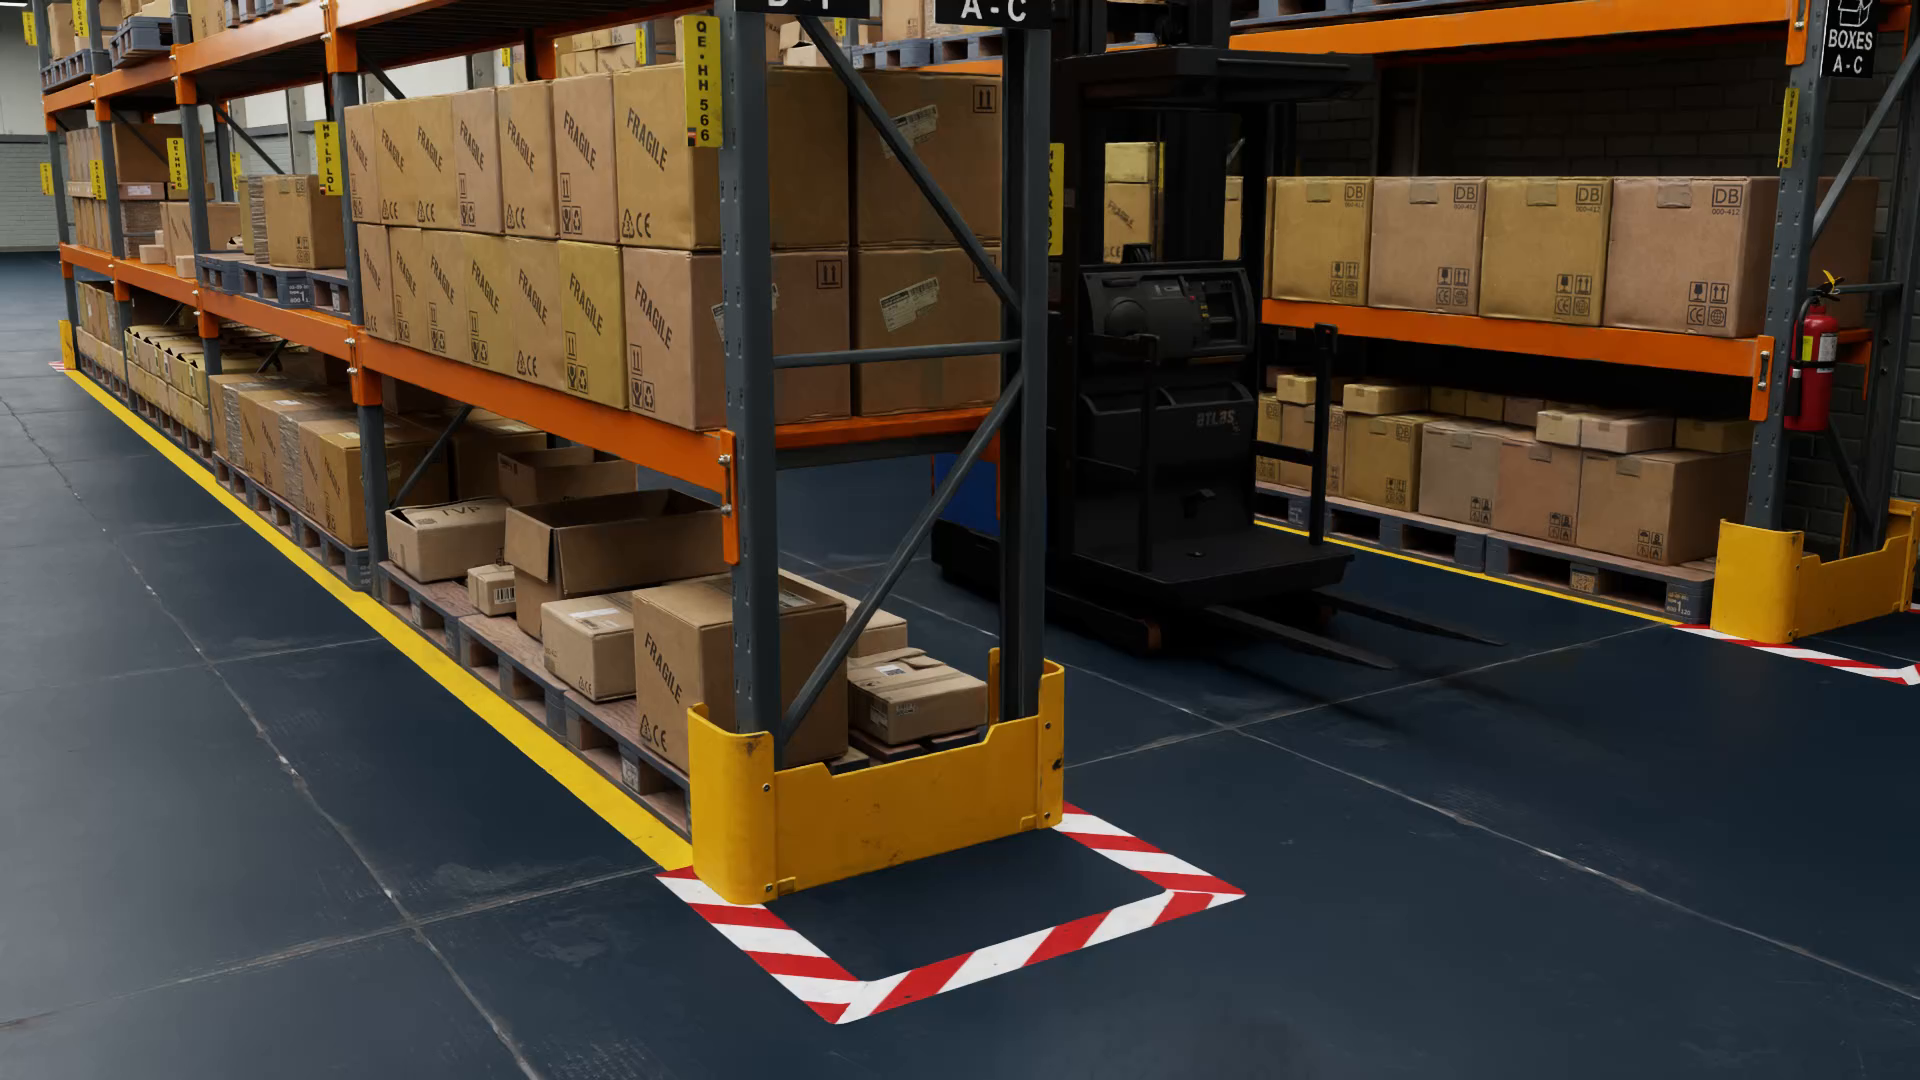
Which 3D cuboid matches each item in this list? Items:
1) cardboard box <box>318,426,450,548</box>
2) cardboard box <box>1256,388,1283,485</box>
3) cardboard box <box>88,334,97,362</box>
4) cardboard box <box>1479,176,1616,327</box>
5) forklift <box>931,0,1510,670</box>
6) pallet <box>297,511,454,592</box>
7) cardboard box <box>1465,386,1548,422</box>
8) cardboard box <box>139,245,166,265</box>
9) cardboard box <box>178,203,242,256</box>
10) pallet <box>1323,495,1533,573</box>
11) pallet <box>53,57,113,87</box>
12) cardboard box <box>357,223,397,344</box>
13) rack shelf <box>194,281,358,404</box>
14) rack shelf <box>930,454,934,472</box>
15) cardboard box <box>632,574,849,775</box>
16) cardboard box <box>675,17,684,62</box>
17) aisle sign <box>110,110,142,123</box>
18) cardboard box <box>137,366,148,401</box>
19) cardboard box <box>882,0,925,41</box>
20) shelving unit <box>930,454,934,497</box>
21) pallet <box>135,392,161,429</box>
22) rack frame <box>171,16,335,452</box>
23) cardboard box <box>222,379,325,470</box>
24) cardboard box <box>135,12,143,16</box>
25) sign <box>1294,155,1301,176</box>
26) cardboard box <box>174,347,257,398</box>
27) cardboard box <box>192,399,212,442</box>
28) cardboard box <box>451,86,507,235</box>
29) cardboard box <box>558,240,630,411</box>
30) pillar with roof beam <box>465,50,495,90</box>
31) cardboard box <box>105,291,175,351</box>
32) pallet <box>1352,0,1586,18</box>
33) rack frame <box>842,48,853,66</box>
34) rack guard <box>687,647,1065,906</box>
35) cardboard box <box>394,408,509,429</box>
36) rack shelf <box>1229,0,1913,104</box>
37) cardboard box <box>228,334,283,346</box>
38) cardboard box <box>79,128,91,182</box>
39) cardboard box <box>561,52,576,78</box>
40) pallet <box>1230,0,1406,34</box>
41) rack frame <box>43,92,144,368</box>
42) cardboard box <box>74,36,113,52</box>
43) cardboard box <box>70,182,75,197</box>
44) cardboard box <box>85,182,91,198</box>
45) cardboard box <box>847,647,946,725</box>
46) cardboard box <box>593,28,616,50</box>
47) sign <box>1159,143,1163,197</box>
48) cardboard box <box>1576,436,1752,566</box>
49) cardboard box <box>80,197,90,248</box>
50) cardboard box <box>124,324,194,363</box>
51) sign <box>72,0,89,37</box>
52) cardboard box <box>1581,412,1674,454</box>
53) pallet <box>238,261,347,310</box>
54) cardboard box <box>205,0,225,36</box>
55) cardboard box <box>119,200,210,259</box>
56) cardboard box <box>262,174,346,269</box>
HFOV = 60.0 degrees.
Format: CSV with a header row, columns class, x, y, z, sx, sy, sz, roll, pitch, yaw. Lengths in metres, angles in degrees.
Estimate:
class,x,y,z,sx,sy,sz,roll,pitch,yaw
cardboard box,-2.916,-0.279,8.437,0.500,0.500,0.500,-8,15,-33
cardboard box,2.047,-0.657,10.213,0.700,0.500,0.500,-8,15,-32
cardboard box,-8.384,-1.928,16.610,0.500,0.250,0.500,-8,15,-33
cardboard box,3.231,-1.471,8.365,0.980,0.700,0.700,-8,15,-33
forklift,1.061,-1.050,7.301,1.130,2.935,3.031,-8,14,-31
pallet,-2.886,-0.009,8.909,1.003,0.211,1.213,-8,15,-33
cardboard box,2.995,-0.747,9.106,0.380,0.149,0.250,-8,15,-32
cardboard box,-6.515,-2.349,13.672,0.380,0.149,0.250,-8,15,-33
cardboard box,-5.563,-2.288,12.569,0.500,0.500,0.500,-9,15,-36
pallet,2.754,-0.094,9.299,1.003,0.211,1.213,-8,15,-33
pallet,-8.002,-4.441,15.836,1.003,0.211,1.213,-8,15,-33
cardboard box,-2.348,-1.157,7.398,0.500,0.500,0.500,-8,14,-31
rack shelf,-3.512,-1.235,9.674,1.077,0.370,4.000,-8,15,-33
rack shelf,-0.008,-0.428,9.280,0.258,0.103,0.180,-8,15,-33
cardboard box,-0.694,0.419,5.246,0.500,0.500,0.500,-8,15,-33
cardboard box,-2.478,-4.854,16.297,0.500,0.500,0.500,-6,14,-25
aisle sign,-8.844,-4.682,17.664,0.394,0.787,0.004,-8,15,-33
cardboard box,-6.537,-1.324,13.847,0.500,0.250,0.500,-8,14,-31
cardboard box,-0.187,-4.181,13.174,0.700,0.500,0.500,-10,16,-37
shelving unit,-0.008,-0.589,9.245,0.258,1.200,0.189,-8,15,-33
pallet,-6.395,-1.165,14.196,1.003,0.211,1.213,-8,15,-33
rack frame,-4.620,-1.943,11.223,1.000,3.000,0.127,-8,15,-33
cardboard box,-4.311,-0.729,10.496,0.500,0.500,0.500,-9,15,-35
cardboard box,-6.196,-4.043,13.176,0.500,0.250,0.500,-10,16,-38
sign,2.179,-2.346,10.855,0.100,0.325,0.005,-8,15,-33
cardboard box,-5.408,-1.234,12.124,0.500,0.311,0.500,-8,15,-34
cardboard box,-5.114,-0.869,11.768,0.500,0.250,0.500,-8,15,-31
cardboard box,-1.519,-1.376,6.060,0.500,0.500,0.500,-8,14,-31
cardboard box,-0.953,-0.708,5.344,0.500,0.500,0.500,-8,15,-32
pillar with roof beam,-10.731,-7.419,22.221,9.100,9.000,0.400,-8,15,-33
cardboard box,-7.542,-2.029,15.317,0.500,0.500,0.500,-8,15,-33
pallet,2.835,-2.877,8.681,1.003,0.211,1.213,-8,15,-33
rack frame,-0.498,-2.530,13.908,1.000,3.000,0.127,-8,15,-33
rack guard,-0.230,0.688,5.046,1.175,0.500,0.348,-8,15,-33
cardboard box,-2.774,-0.433,9.143,0.500,0.500,0.500,-8,15,-32
rack shelf,2.826,-2.576,8.785,1.077,0.370,4.000,-8,15,-33
cardboard box,-5.530,-1.481,13.254,0.500,0.311,0.500,-8,15,-33
cardboard box,-8.199,-3.772,16.316,0.700,0.500,0.500,-8,15,-33
cardboard box,-4.080,-5.103,18.373,0.500,0.500,0.500,-7,14,-29
pallet,2.163,-3.093,9.673,1.003,0.211,1.213,-8,15,-33
rack frame,-9.052,-3.365,17.730,1.000,3.000,0.127,-8,15,-33
cardboard box,-7.732,-4.452,14.956,0.380,0.149,0.250,-8,15,-33
cardboard box,-8.866,-3.589,17.001,0.380,0.149,0.250,-9,15,-34
cardboard box,-8.163,-3.362,15.963,0.380,0.149,0.250,-8,15,-32
cardboard box,-0.272,0.490,5.703,0.380,0.166,0.250,-8,15,-33
cardboard box,-3.532,-5.407,17.424,0.500,0.500,0.500,-7,14,-30
sign,1.272,-2.279,10.238,0.100,0.325,0.005,-8,15,-33
cardboard box,3.463,-0.203,8.139,0.700,0.500,0.500,-8,15,-33
cardboard box,-8.509,-3.237,16.908,0.700,0.500,0.500,-8,14,-31
cardboard box,-6.814,-1.687,14.195,0.500,0.311,0.500,-8,15,-33
sign,-7.297,-4.345,13.791,0.100,0.325,0.005,-8,15,-33
cardboard box,3.240,-0.522,8.075,0.380,0.149,0.250,-8,15,-33
pallet,-3.539,-1.503,9.665,1.003,0.211,1.213,-8,15,-33
cardboard box,-4.068,-3.292,10.141,0.910,0.500,0.500,-8,15,-33
cardboard box,-7.087,-2.781,14.823,0.700,0.500,0.500,-9,15,-34
cardboard box,-3.434,-1.792,9.318,0.500,0.500,0.700,11,16,41
